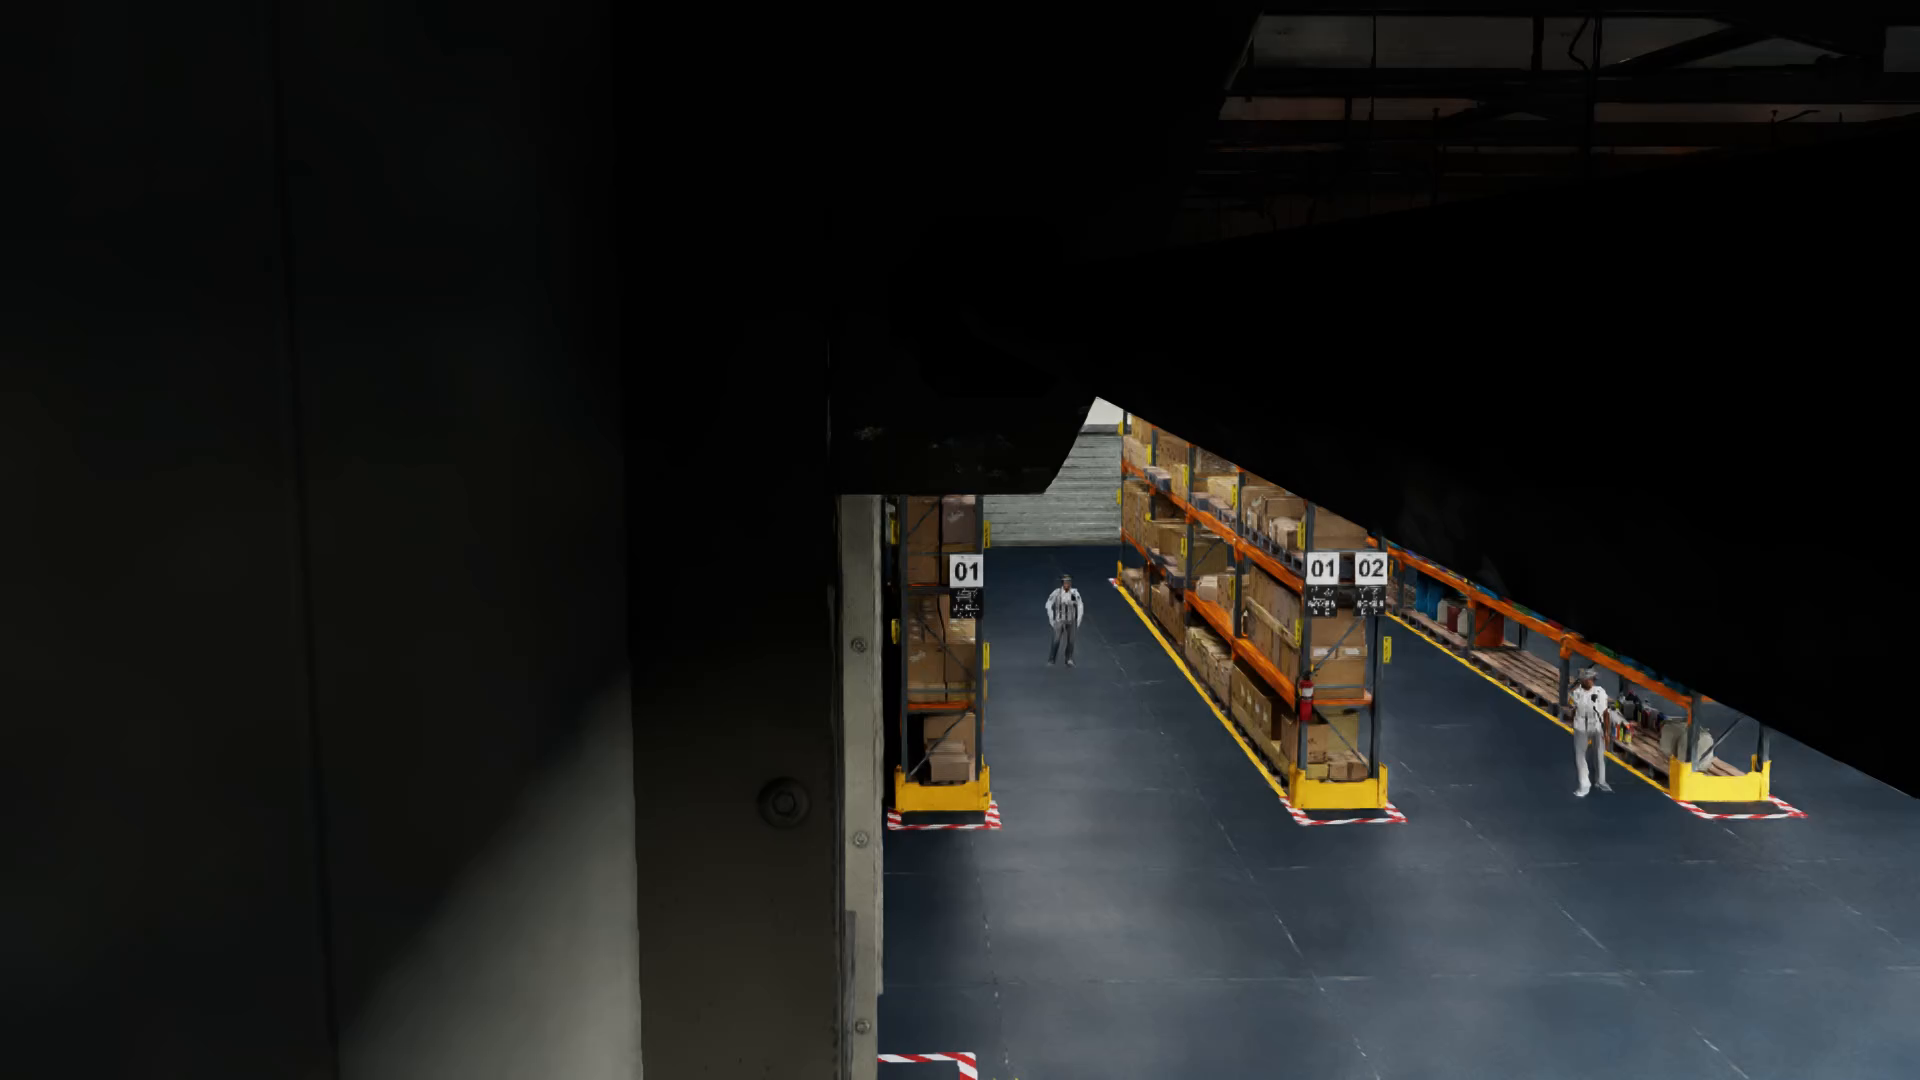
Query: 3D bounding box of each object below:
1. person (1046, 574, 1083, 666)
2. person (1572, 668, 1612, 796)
[{"bbox_3d":[1.785,1.356,28.398,0.639,1.632,0.512,-1,8,-5],"label":"person"},{"bbox_3d":[8.050,2.412,21.161,0.512,1.658,0.549,6,10,35],"label":"person"}]
